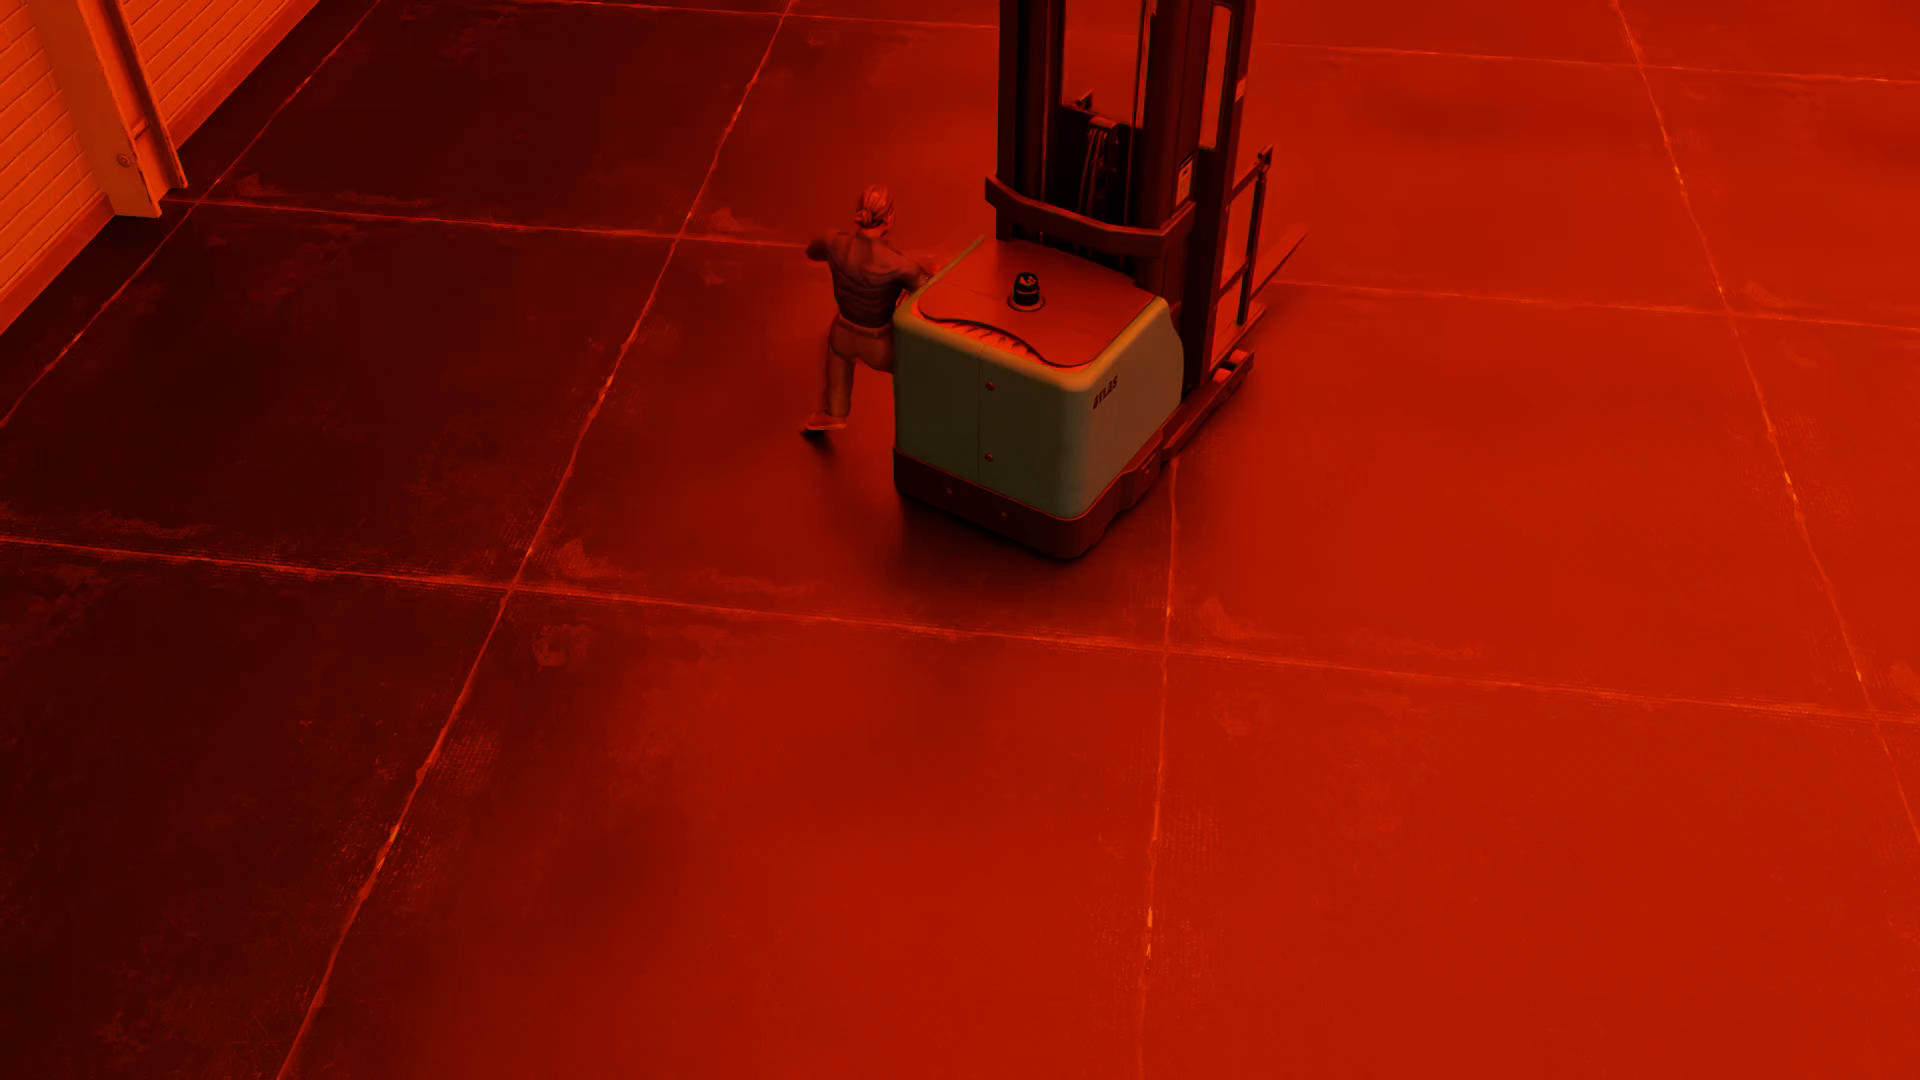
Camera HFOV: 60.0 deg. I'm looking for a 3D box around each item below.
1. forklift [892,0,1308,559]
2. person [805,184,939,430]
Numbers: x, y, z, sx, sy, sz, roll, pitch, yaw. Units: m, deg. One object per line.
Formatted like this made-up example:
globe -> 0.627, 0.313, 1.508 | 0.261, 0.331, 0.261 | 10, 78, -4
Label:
forklift -> 0.896, -1.965, 7.864 | 1.130, 2.935, 3.031 | 23, 47, 23
person -> -0.326, -1.099, 7.995 | 0.894, 1.481, 0.641 | 22, 47, 22
